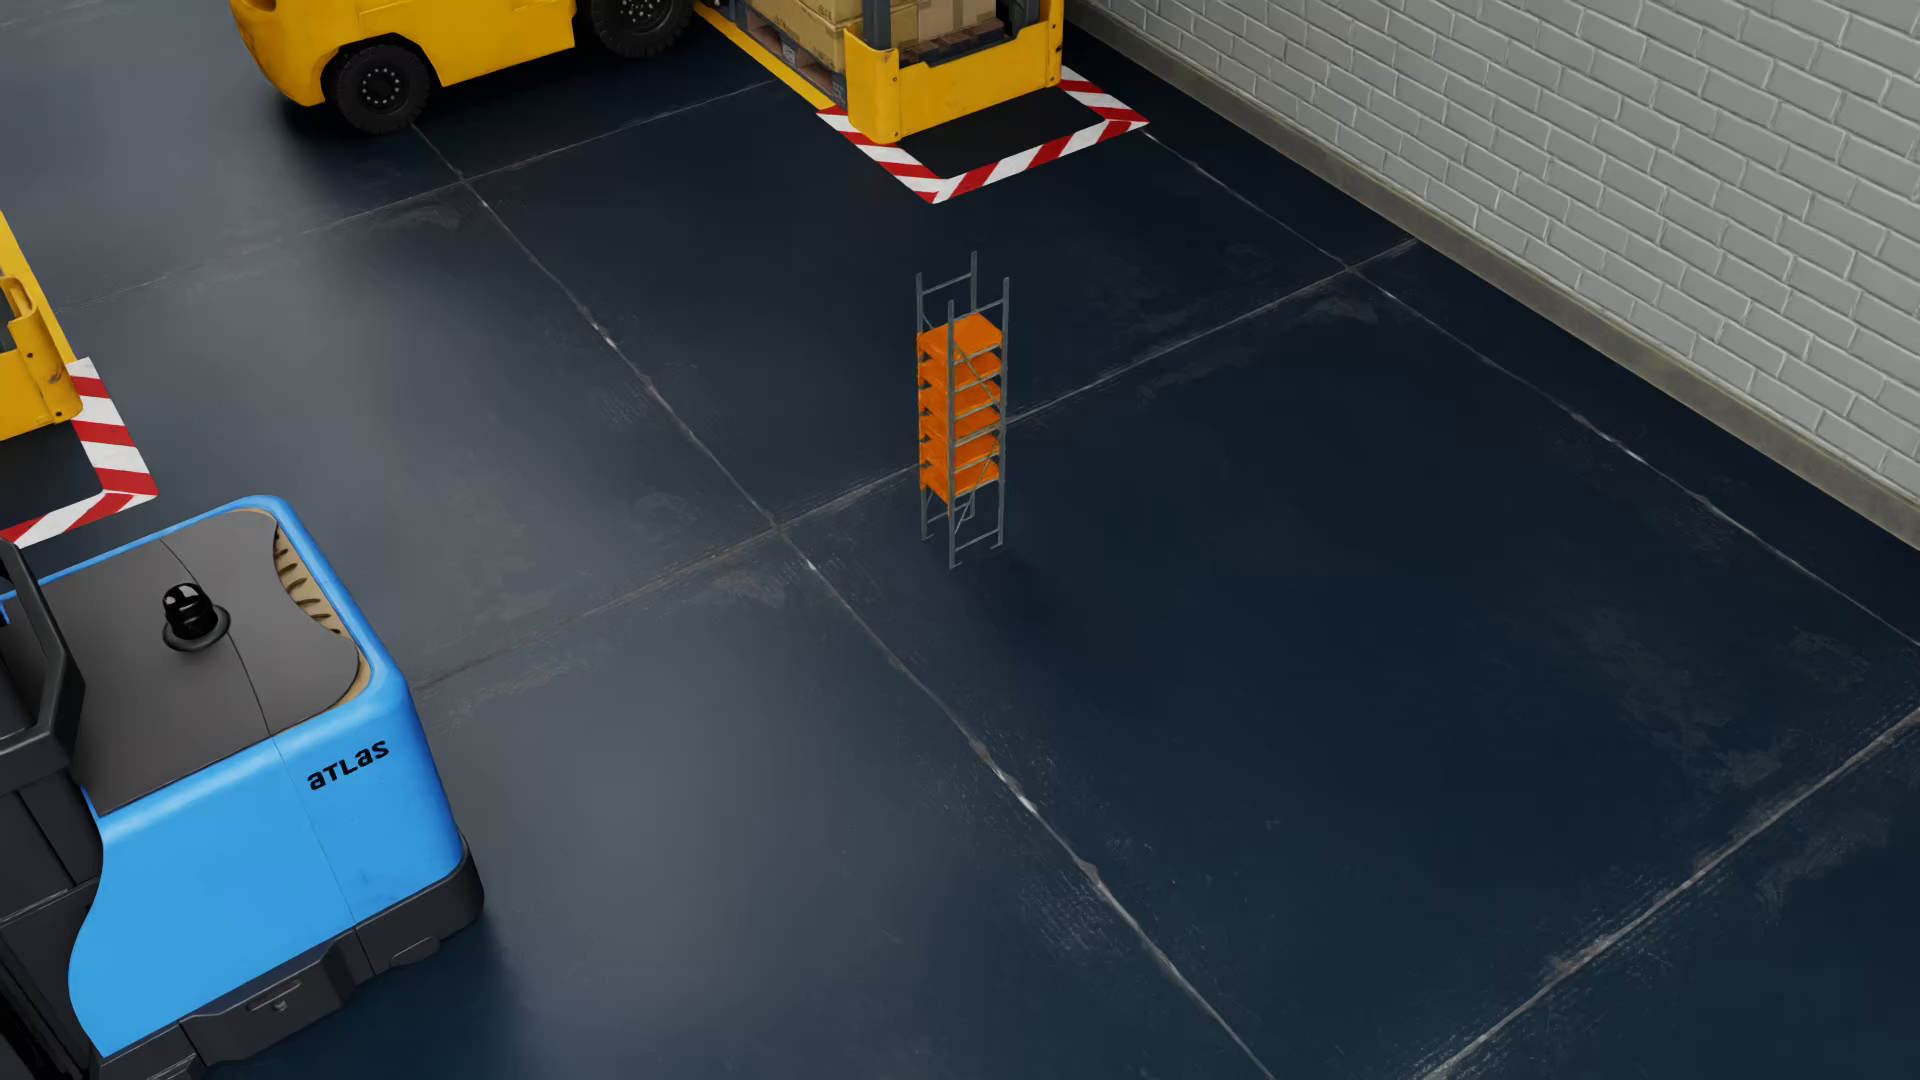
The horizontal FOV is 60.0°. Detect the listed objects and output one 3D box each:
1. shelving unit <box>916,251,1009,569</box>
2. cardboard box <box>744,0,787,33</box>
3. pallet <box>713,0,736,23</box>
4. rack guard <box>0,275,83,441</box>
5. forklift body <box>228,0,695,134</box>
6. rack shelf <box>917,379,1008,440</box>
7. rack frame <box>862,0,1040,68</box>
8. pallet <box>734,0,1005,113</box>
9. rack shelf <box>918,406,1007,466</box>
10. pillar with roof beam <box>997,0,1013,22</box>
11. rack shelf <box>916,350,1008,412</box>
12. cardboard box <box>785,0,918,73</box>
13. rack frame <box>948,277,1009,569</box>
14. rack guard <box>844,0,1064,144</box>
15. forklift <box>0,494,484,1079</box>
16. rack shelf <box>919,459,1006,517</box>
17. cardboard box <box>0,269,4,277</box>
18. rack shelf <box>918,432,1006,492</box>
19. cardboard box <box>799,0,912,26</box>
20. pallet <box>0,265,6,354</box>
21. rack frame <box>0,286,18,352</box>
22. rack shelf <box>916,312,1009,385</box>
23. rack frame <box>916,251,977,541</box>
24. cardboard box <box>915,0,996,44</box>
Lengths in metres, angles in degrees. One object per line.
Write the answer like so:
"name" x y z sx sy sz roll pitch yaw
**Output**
"shelving unit" 0.008 -0.426 5.827 0.258 1.200 0.189 -26 49 -24
"cardboard box" -0.837 -2.974 8.880 0.500 0.250 0.500 -26 49 -24
"pallet" -1.198 -3.488 9.751 1.003 0.211 1.213 -26 49 -24
"rack guard" -4.145 -0.566 6.481 1.175 0.500 0.348 -26 49 -24
"forklift body" -2.613 -3.436 8.292 2.313 2.155 1.214 -26 49 -24
"rack shelf" 0.008 -0.480 5.775 0.258 0.103 0.180 -26 49 -24
"rack frame" -0.032 -3.390 7.629 1.000 3.000 0.127 -26 49 -24
"pallet" -0.504 -2.798 9.028 1.003 0.211 1.213 -26 49 -24
"rack shelf" 0.008 -0.394 5.858 0.258 0.103 0.180 -26 49 -24
"pillar with roof beam" -3.222 -4.610 4.562 9.100 9.000 0.400 -26 49 -24
"rack shelf" 0.008 -0.567 5.692 0.258 0.103 0.180 -26 49 -24
"cardboard box" -0.560 -2.689 8.581 0.500 0.250 0.500 -25 49 -24
"rack frame" 0.061 -0.374 5.773 0.240 1.200 0.006 -26 49 -24
"rack guard" -0.018 -2.472 8.478 1.175 0.500 0.348 -26 49 -24
"forklift" -2.919 0.430 3.677 3.031 2.935 1.130 -27 50 -25
"rack shelf" 0.008 -0.220 6.024 0.258 0.103 0.180 -26 49 -24
"cardboard box" -4.336 -1.151 6.970 0.500 0.250 0.500 -26 49 -25
"rack shelf" 0.008 -0.307 5.941 0.258 0.103 0.180 -26 49 -24
"cardboard box" -0.567 -2.880 8.420 0.500 0.250 0.500 -26 50 -25
"pallet" -4.581 -0.936 7.077 1.003 0.211 1.213 -26 49 -24
"rack frame" -4.101 -1.427 5.573 1.000 3.000 0.127 -26 49 -24
"rack shelf" 0.008 -0.654 5.609 0.258 0.103 0.180 -26 49 -24
"rack frame" -0.044 -0.478 5.881 0.240 1.200 0.006 -26 49 -24
"cardboard box" -0.153 -2.903 8.806 0.500 0.250 0.500 -26 49 -24
